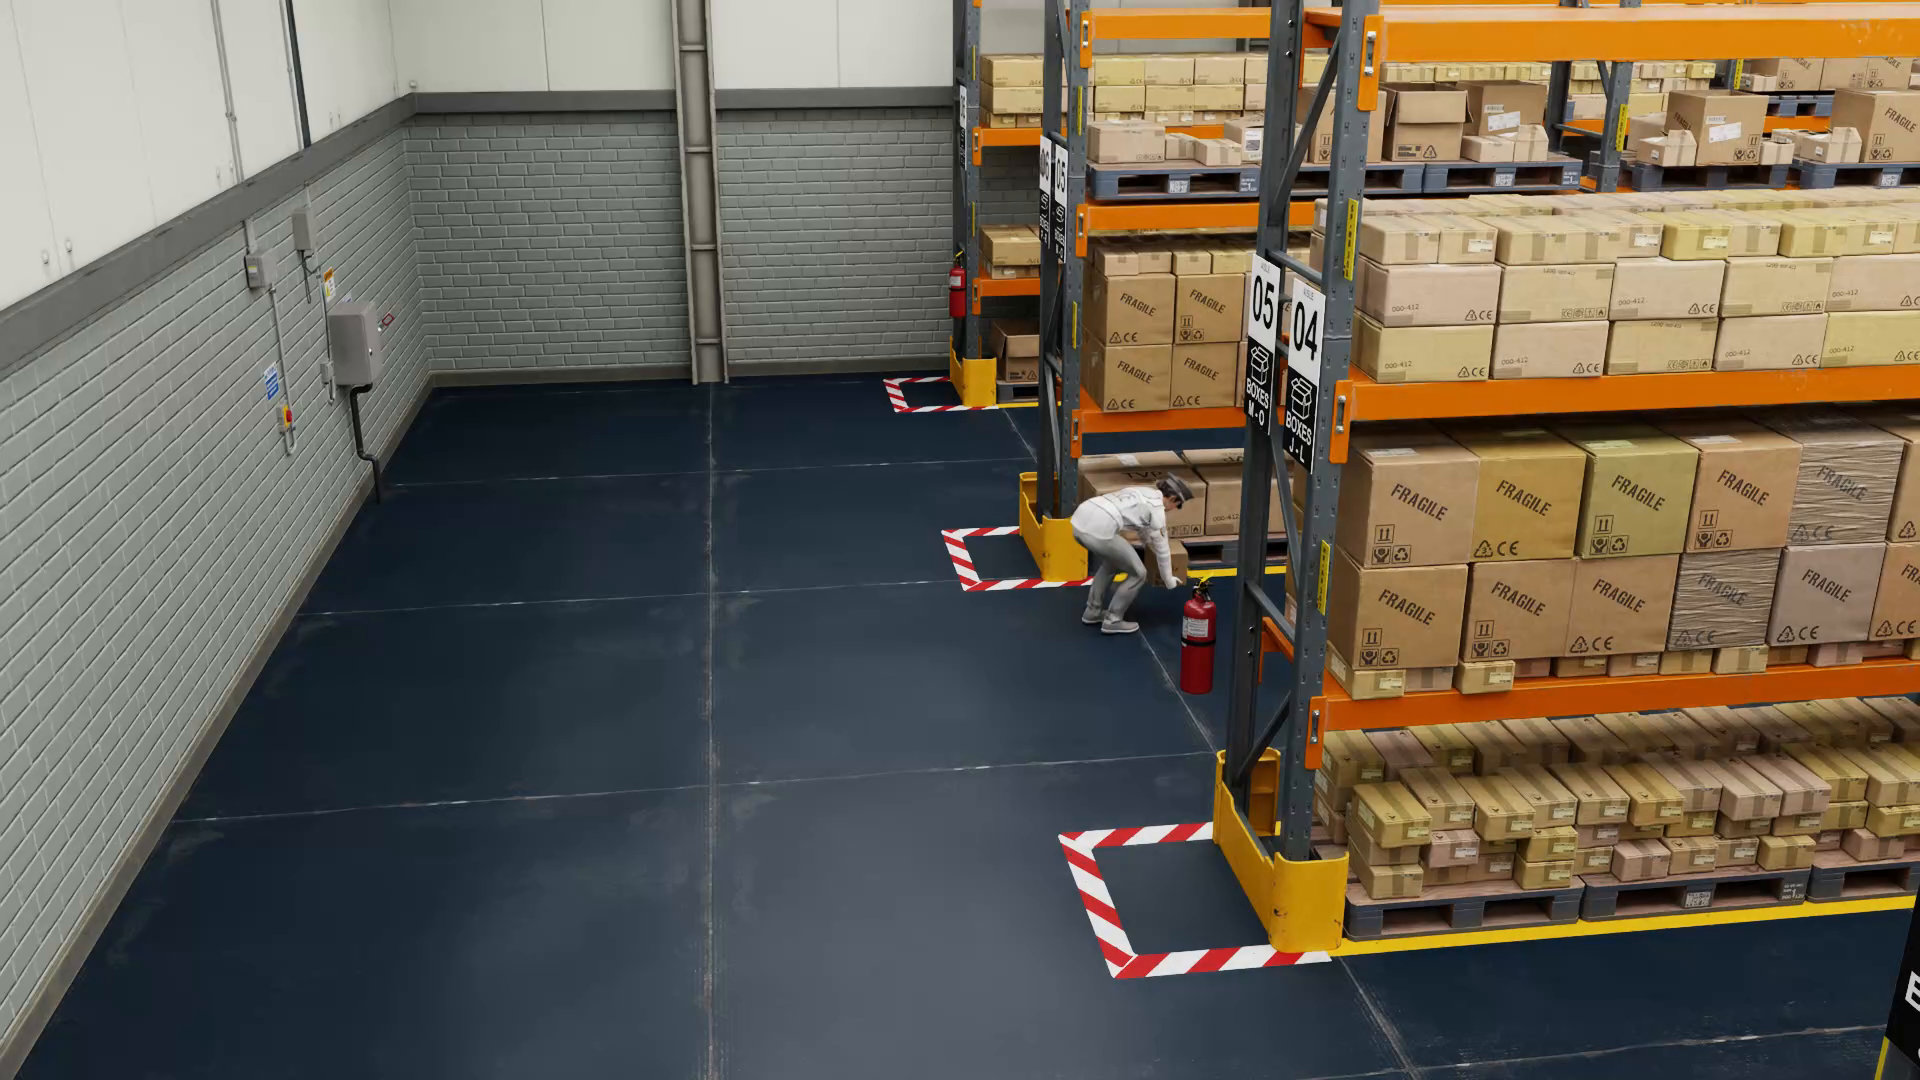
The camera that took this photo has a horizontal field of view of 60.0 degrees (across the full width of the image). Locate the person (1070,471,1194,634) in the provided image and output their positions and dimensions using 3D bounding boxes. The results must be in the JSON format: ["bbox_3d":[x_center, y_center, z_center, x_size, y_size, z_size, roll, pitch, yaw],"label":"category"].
[{"bbox_3d":[1.217,0.083,11.689,0.911,1.088,0.444,-9,22,-22],"label":"person"}]
